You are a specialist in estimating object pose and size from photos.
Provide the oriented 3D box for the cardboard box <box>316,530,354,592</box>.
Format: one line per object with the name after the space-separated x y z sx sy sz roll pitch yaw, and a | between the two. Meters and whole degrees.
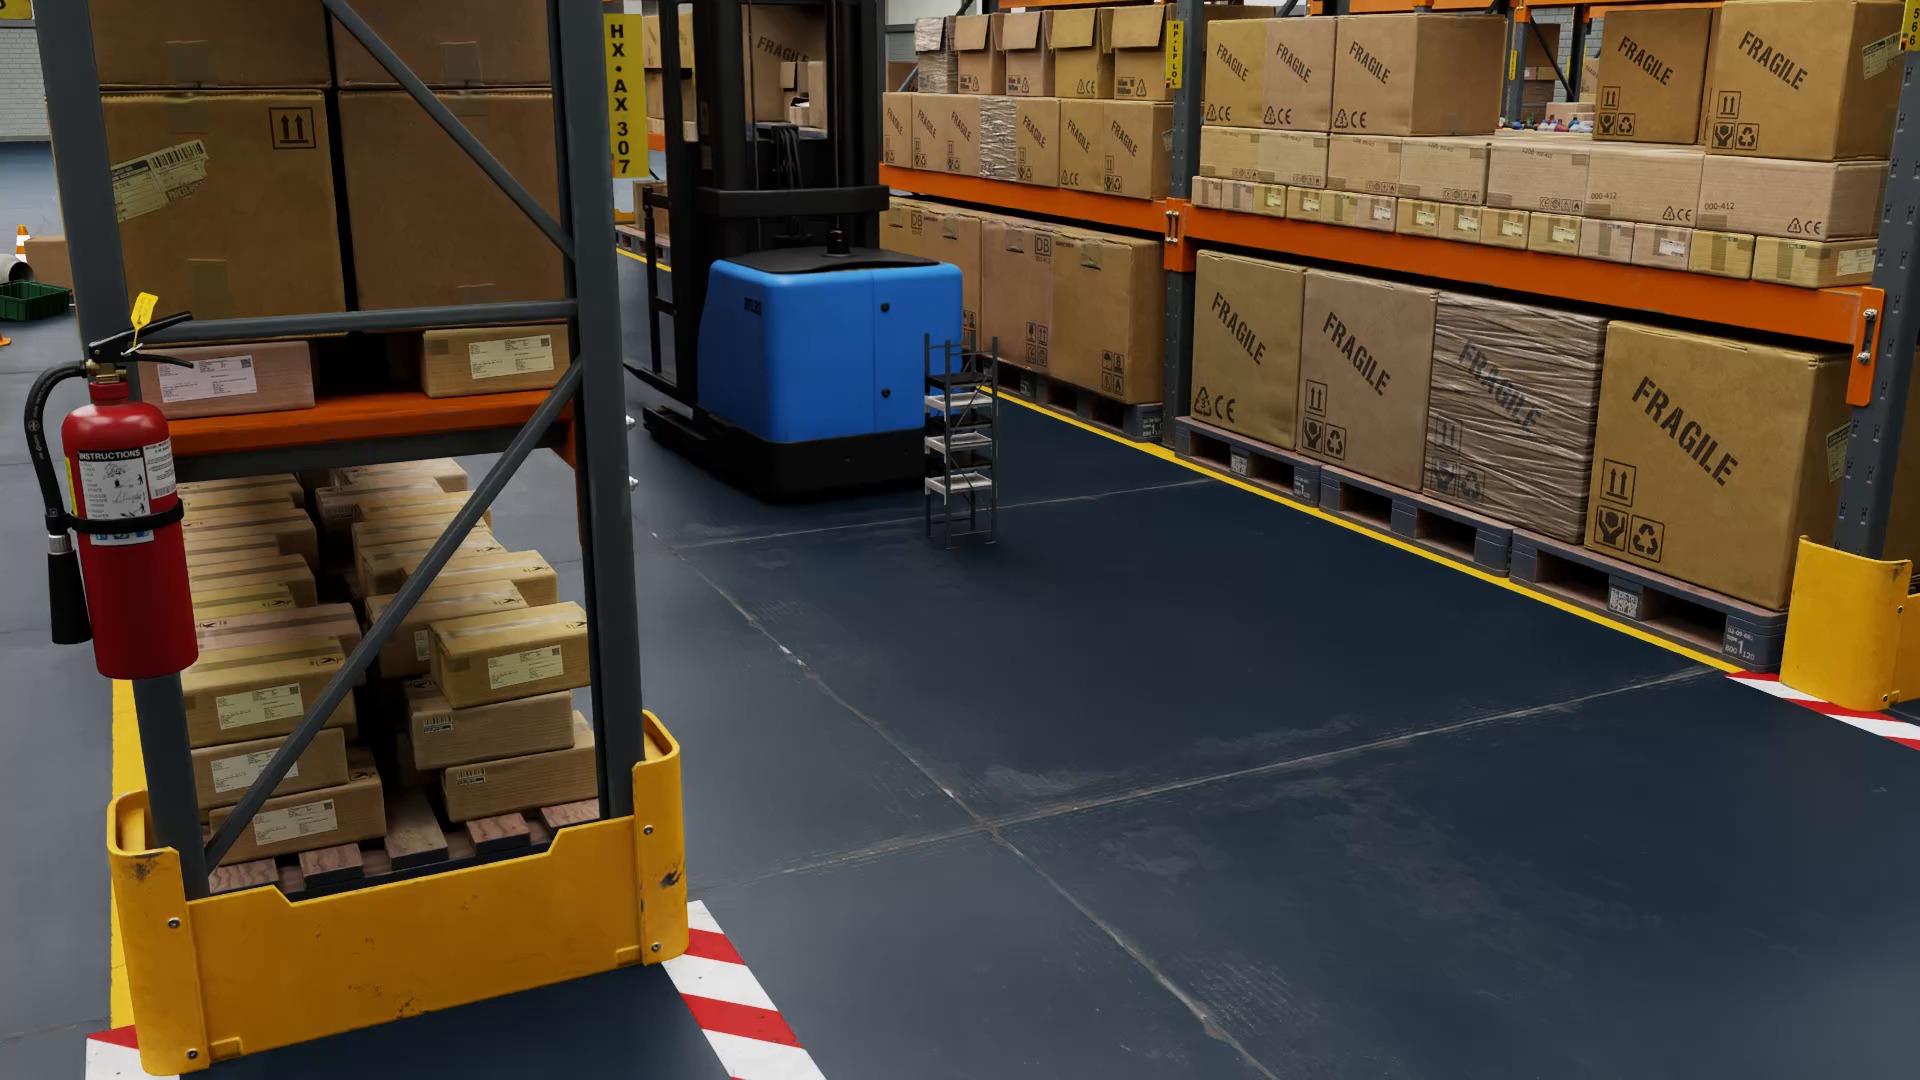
-1.920 0.050 5.508 0.380 0.149 0.250 -7 17 -22 | cardboard box

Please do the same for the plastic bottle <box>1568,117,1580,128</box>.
5.049 -3.338 13.679 0.097 0.271 0.097 0 16 0 | plastic bottle

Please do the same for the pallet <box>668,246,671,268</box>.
-2.263 -2.800 16.627 1.003 0.211 1.213 -8 18 -25 | pallet

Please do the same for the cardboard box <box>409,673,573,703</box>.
-1.251 0.361 4.422 0.380 0.149 0.250 -8 18 -25 | cardboard box

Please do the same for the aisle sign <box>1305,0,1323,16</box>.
4.913 -7.395 22.870 0.394 0.787 0.004 -8 18 -25 | aisle sign

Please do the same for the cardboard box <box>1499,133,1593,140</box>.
2.668 -1.607 7.147 0.500 0.250 0.500 -8 18 -26 | cardboard box

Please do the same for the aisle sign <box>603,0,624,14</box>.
-3.986 -6.199 18.701 0.394 0.787 0.004 -8 18 -25 | aisle sign

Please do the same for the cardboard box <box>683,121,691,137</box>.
-2.662 -4.056 16.404 0.380 0.149 0.250 -8 18 -25 | cardboard box

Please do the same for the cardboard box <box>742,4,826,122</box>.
-1.715 -4.255 14.790 1.000 1.000 1.000 -8 18 -25 | cardboard box

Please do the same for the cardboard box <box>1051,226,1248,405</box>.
1.269 -1.332 9.544 1.225 0.875 0.875 -8 18 -25 | cardboard box

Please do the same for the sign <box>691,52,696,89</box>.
-2.422 -4.327 15.322 0.100 0.325 0.005 -8 18 -25 | sign

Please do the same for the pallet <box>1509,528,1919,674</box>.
2.899 0.149 6.351 1.003 0.211 1.213 -8 18 -25 | pallet

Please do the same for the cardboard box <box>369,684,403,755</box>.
-1.428 0.455 4.633 0.380 0.149 0.250 -7 18 -24 | cardboard box

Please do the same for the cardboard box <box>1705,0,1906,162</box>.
2.870 -1.523 5.494 0.500 0.500 0.500 -7 18 -24 | cardboard box

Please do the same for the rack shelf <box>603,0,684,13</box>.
-2.813 -5.570 17.090 1.077 0.370 4.000 -8 18 -25 | rack shelf

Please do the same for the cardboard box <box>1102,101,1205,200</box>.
1.117 -2.126 9.039 0.500 0.500 0.500 -8 18 -25 | cardboard box

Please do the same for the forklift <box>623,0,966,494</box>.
-1.107 -1.984 8.852 1.130 2.935 3.031 -8 18 -27 | forklift

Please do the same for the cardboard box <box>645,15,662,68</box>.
-2.820 -4.976 16.621 0.500 0.500 0.500 -8 18 -25 | cardboard box

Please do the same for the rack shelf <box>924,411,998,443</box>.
0.004 -0.485 7.104 0.258 0.077 0.200 -8 18 -25 | rack shelf

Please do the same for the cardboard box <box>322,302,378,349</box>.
-1.486 -0.607 4.383 0.380 0.149 0.250 -7 17 -22 | cardboard box

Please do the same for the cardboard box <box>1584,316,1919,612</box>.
2.968 -0.333 6.062 0.875 0.875 0.875 -8 18 -25 | cardboard box

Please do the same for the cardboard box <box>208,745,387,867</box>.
-1.601 0.634 4.009 0.380 0.149 0.250 -7 18 -24 | cardboard box

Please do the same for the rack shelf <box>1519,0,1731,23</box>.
7.846 -5.775 17.802 1.077 0.370 4.000 -8 18 -25 | rack shelf

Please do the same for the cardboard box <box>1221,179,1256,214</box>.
1.513 -1.695 8.176 0.380 0.149 0.250 -8 18 -27 | cardboard box

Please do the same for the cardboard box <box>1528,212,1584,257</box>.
2.419 -1.184 6.393 0.380 0.149 0.250 -8 18 -26 | cardboard box

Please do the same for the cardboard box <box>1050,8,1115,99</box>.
0.990 -2.854 9.758 0.797 0.503 0.637 -7 18 -24 | cardboard box

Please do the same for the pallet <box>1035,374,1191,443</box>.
1.162 -0.837 9.784 1.003 0.211 1.213 -8 18 -25 | pallet

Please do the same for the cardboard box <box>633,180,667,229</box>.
-3.431 -3.814 18.873 0.500 0.500 0.500 -4 17 -15 | cardboard box

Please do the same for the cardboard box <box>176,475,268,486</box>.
-2.576 -0.160 5.700 0.380 0.149 0.250 -7 18 -24 | cardboard box

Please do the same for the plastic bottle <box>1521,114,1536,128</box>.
4.828 -3.480 14.152 0.061 0.283 0.133 -8 18 -25 | plastic bottle

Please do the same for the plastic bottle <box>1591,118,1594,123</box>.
5.134 -3.290 13.511 0.097 0.271 0.097 0 16 0 | plastic bottle

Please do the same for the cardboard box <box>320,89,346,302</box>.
-1.389 -0.894 4.208 0.500 0.500 0.500 -8 18 -25 | cardboard box

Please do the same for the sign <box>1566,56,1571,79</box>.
9.181 -7.117 25.042 0.100 0.325 0.005 -8 18 -25 | sign

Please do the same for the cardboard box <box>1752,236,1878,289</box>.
2.868 -0.931 5.512 0.380 0.149 0.250 -7 18 -24 | cardboard box

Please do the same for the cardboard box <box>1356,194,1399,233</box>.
1.966 -1.439 7.283 0.380 0.149 0.250 -7 18 -24 | cardboard box

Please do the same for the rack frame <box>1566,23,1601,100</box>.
9.668 -6.766 25.390 1.000 3.000 0.127 -8 18 -25 | rack frame

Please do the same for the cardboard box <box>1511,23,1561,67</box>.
6.769 -5.956 20.033 0.700 0.500 0.500 -8 18 -25 | cardboard box

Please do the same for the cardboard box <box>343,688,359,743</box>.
-1.737 0.429 4.185 0.380 0.149 0.250 -8 18 -26 | cardboard box

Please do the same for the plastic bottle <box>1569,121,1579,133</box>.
4.699 -3.059 12.704 0.097 0.271 0.097 0 16 0 | plastic bottle

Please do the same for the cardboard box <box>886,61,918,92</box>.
-0.457 -3.366 12.598 0.500 0.500 0.500 -10 19 -32 | cardboard box

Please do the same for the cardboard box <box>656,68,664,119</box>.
-2.576 -4.529 16.873 0.875 0.500 0.500 -8 18 -25 | cardboard box

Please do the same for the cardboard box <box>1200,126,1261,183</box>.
1.538 -1.918 8.228 0.500 0.250 0.500 -8 18 -26 | cardboard box

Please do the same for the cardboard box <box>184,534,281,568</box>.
-2.153 0.103 4.781 0.380 0.149 0.250 -7 17 -23 | cardboard box

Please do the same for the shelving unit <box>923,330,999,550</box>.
0.004 -0.431 7.120 0.258 0.900 0.210 -8 18 -25 | shelving unit

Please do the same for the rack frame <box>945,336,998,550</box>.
0.048 -0.405 7.032 0.240 0.900 0.006 -8 18 -25 | rack frame

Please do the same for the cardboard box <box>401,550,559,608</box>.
-1.331 0.151 4.615 0.380 0.149 0.250 -8 18 -25 | cardboard box

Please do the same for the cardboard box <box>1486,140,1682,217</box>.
2.424 -1.414 6.473 0.500 0.250 0.500 -8 18 -27 | cardboard box

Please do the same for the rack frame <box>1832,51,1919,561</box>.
3.320 -1.003 5.308 1.000 3.000 0.127 -8 18 -25 | rack frame

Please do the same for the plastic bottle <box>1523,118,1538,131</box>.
4.488 -3.172 13.078 0.061 0.283 0.133 -8 18 -25 | plastic bottle

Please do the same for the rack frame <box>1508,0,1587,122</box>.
6.969 -5.175 19.845 1.000 3.000 0.127 -8 18 -25 | rack frame

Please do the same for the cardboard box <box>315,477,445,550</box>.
-1.898 -0.092 5.461 0.380 0.149 0.250 -8 18 -25 | cardboard box

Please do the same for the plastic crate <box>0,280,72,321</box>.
-7.694 -1.965 13.654 0.450 0.188 0.662 11 16 1 | plastic crate

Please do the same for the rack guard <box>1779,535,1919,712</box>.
3.330 0.204 5.632 1.175 0.500 0.348 -8 18 -25 | rack guard

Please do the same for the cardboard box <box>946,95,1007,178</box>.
0.239 -2.627 10.786 0.500 0.500 0.500 -8 18 -26 | cardboard box

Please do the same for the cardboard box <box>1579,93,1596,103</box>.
9.597 -6.544 24.853 0.500 0.250 0.500 -8 18 -27 | cardboard box

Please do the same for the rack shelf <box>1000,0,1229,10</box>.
1.639 -6.169 19.176 1.077 0.370 4.000 -8 18 -25 | rack shelf

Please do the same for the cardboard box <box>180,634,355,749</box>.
-1.643 0.353 3.911 0.380 0.149 0.250 -7 18 -24 | cardboard box
